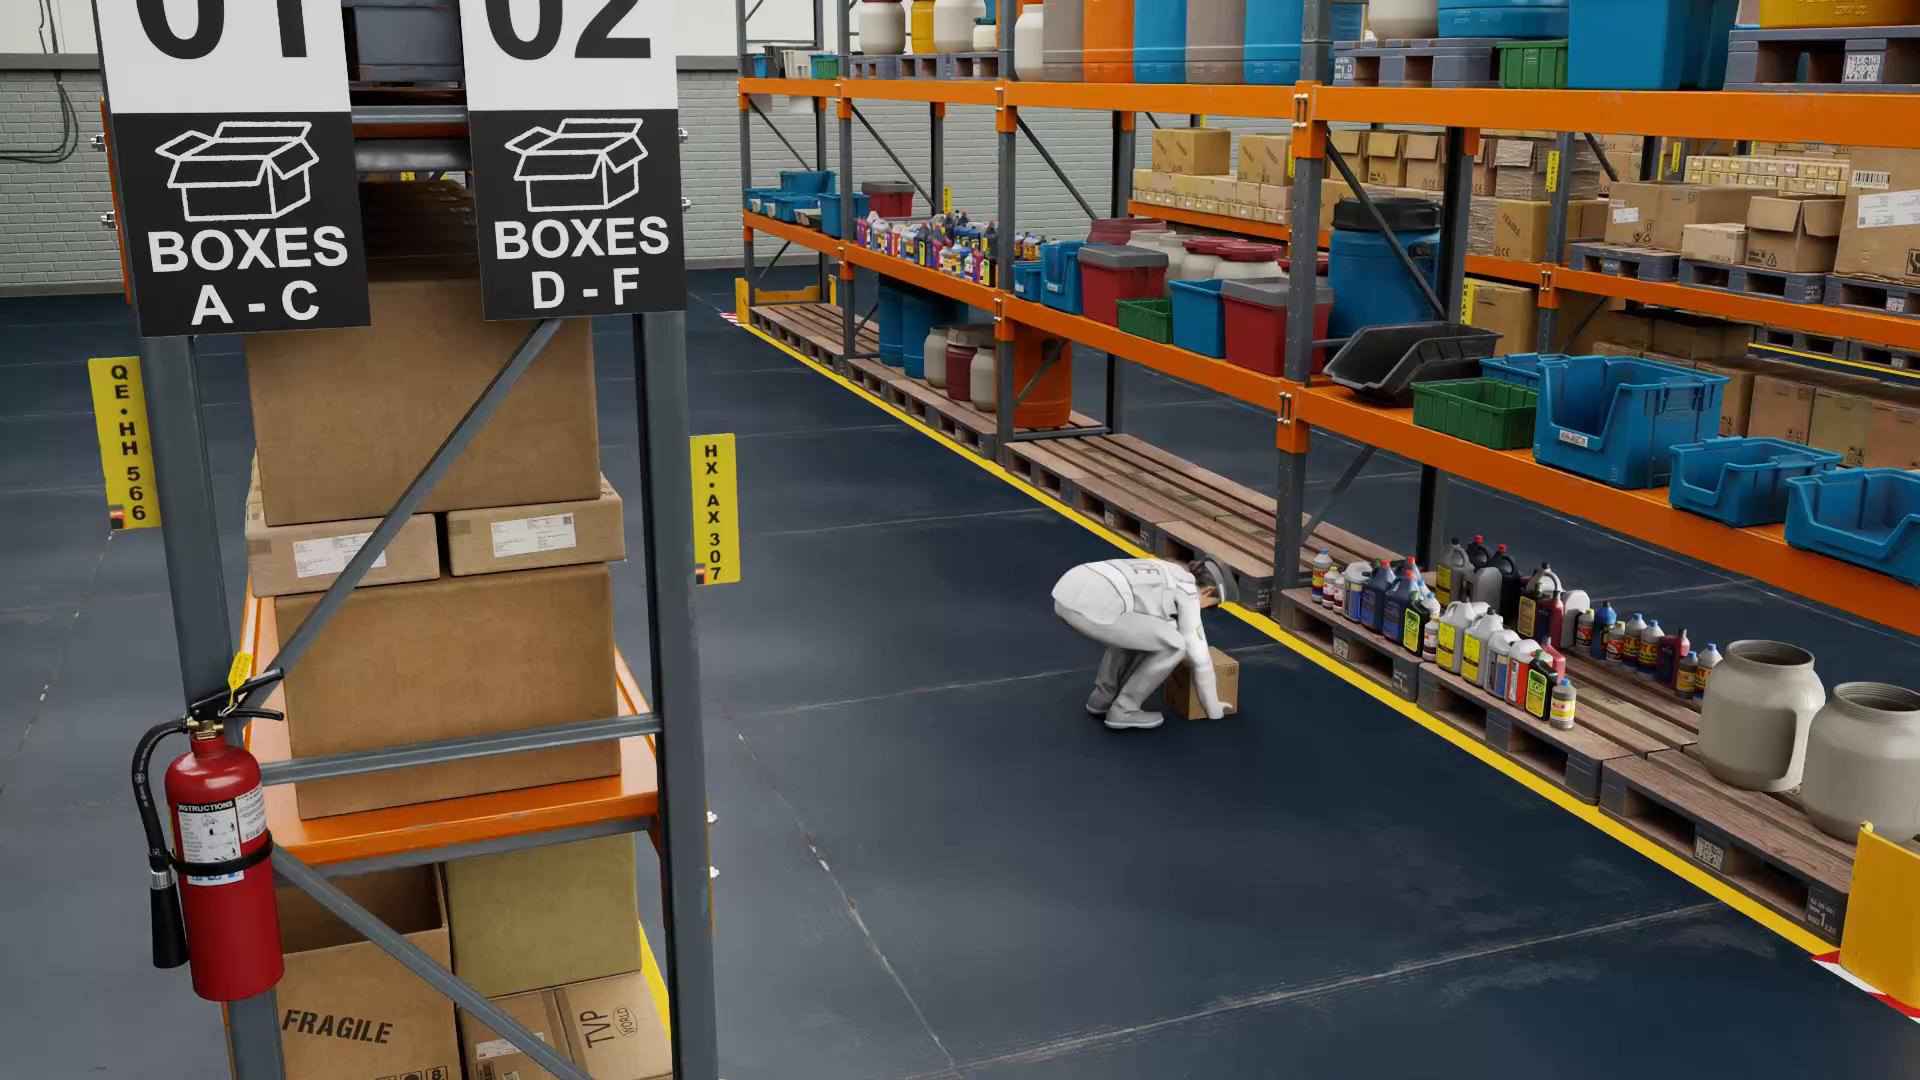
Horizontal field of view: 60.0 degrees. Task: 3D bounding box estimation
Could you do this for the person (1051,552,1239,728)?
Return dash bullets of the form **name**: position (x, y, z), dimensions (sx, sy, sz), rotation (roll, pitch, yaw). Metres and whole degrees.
- **person**: position (0.859, 0.454, 7.615), dimensions (0.912, 0.774, 0.441), rotation (-6, 17, -22)
